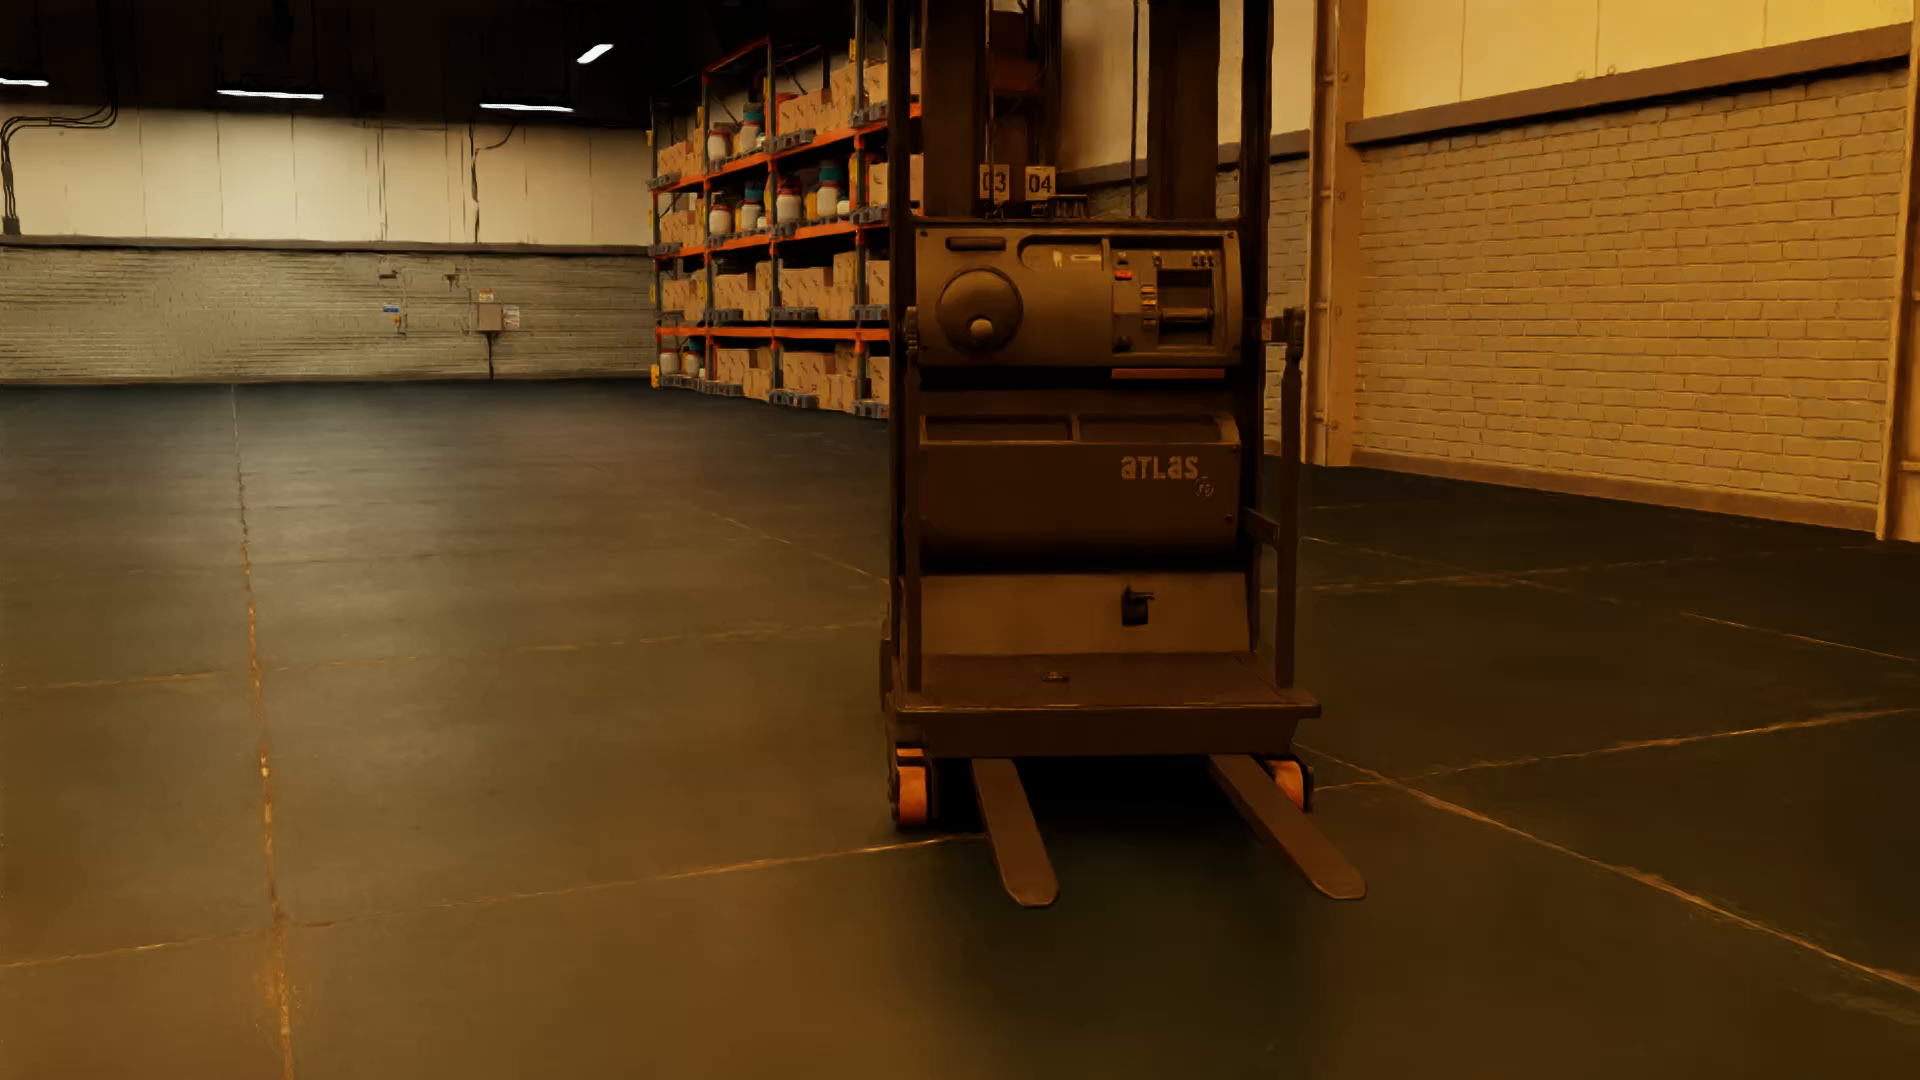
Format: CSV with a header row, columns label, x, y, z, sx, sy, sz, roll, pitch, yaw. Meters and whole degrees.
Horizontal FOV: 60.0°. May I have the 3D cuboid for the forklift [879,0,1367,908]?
label,x,y,z,sx,sy,sz,roll,pitch,yaw
forklift,0.354,-0.737,4.526,1.130,2.935,3.031,0,8,-4
